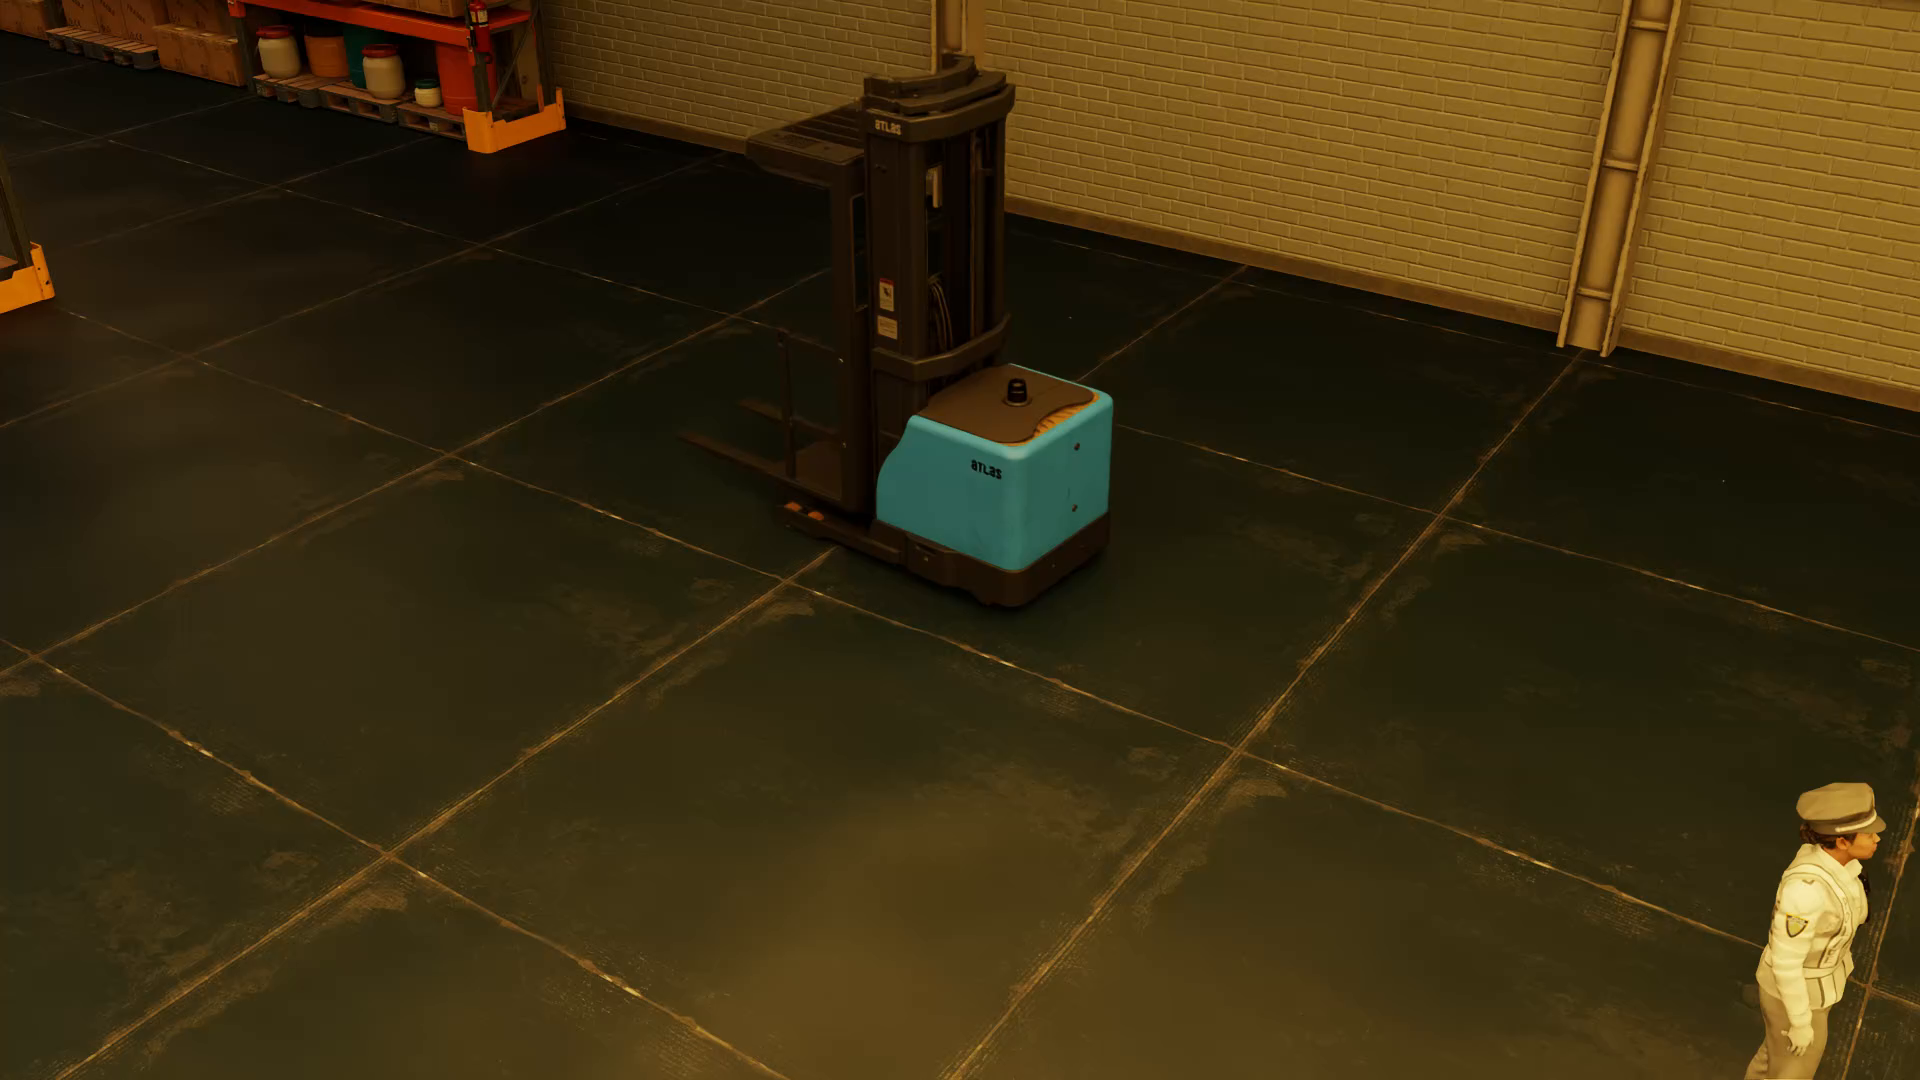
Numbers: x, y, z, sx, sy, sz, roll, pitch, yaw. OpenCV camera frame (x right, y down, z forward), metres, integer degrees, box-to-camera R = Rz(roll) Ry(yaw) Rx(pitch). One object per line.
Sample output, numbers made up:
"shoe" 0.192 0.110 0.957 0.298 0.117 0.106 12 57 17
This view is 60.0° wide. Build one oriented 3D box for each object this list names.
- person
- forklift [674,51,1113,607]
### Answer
"person" 3.109 1.629 5.992 0.533 1.695 0.585 21 36 31
"forklift" -0.549 -1.468 10.109 3.031 2.935 1.130 21 36 32
